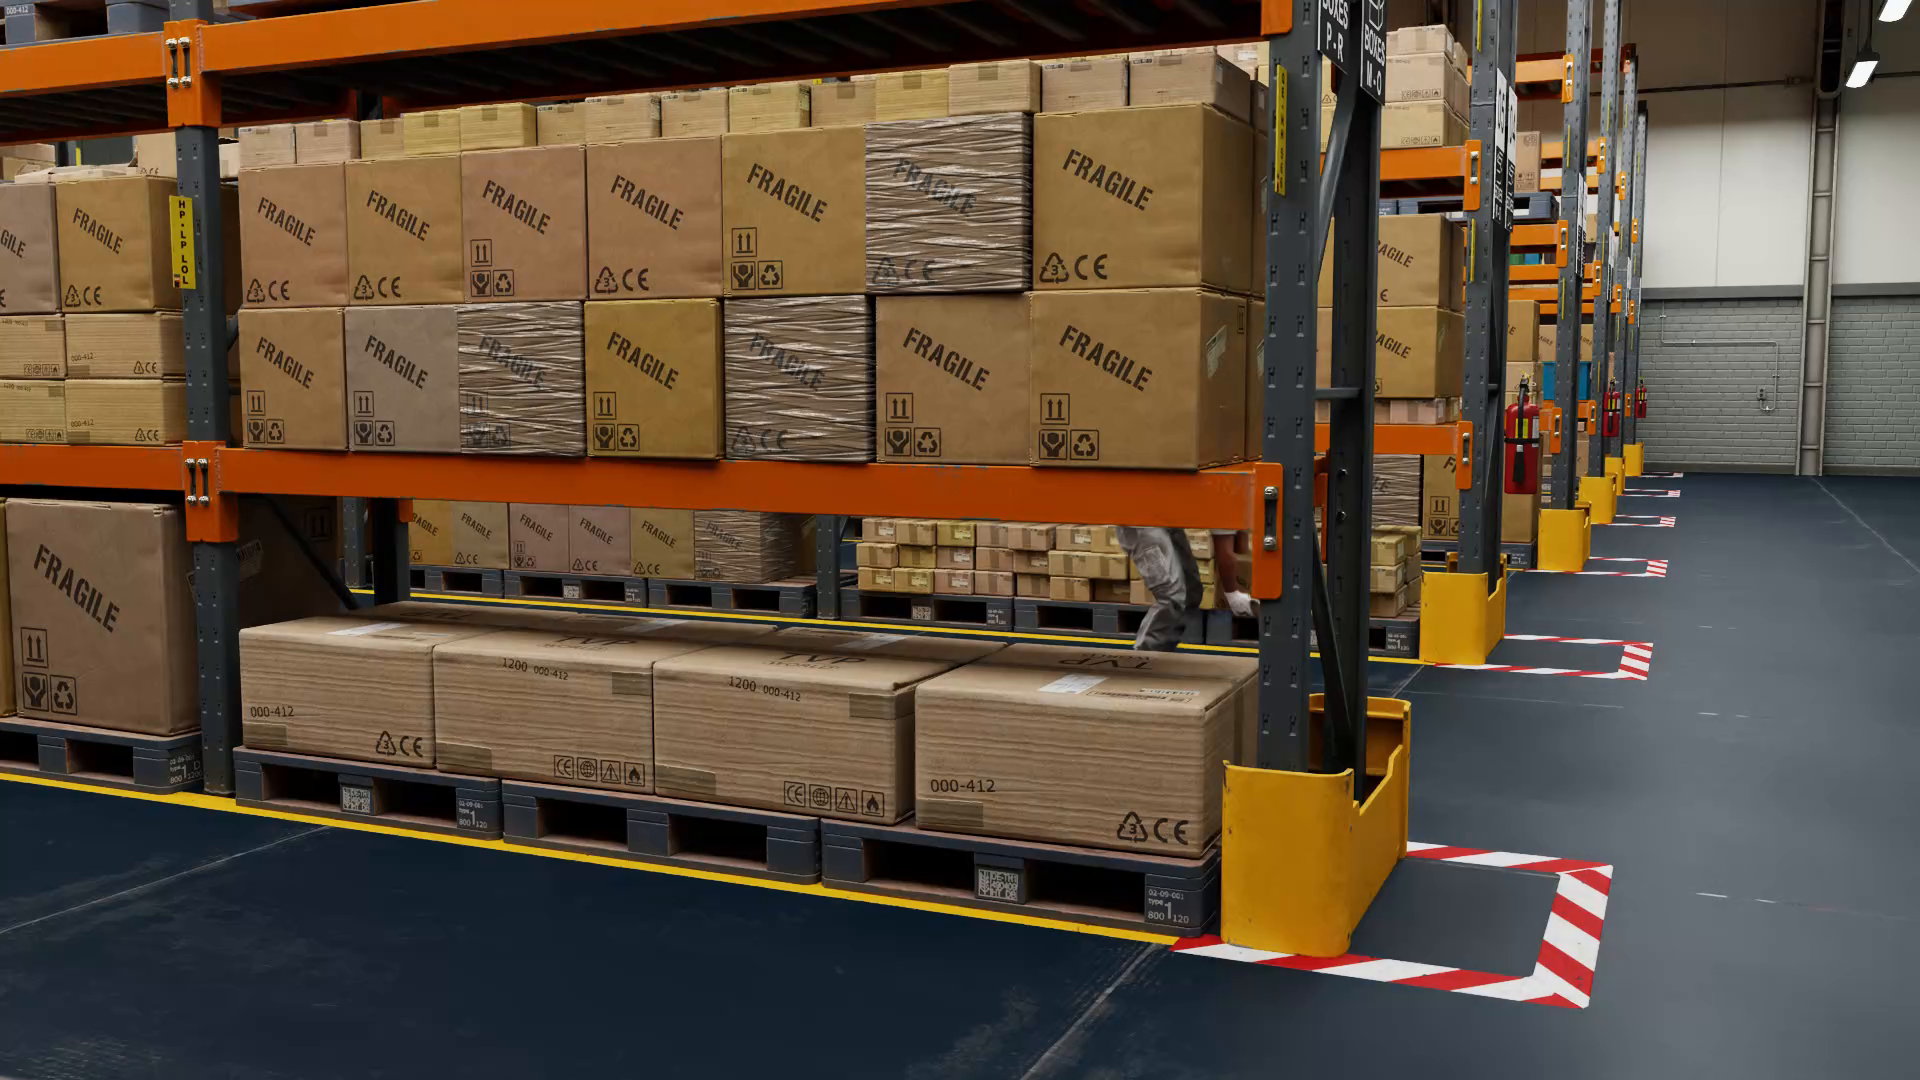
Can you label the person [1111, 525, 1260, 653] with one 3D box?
[{"bbox_3d":[1.199,0.120,8.177,0.939,1.293,0.508,2,6,21],"label":"person"}]
